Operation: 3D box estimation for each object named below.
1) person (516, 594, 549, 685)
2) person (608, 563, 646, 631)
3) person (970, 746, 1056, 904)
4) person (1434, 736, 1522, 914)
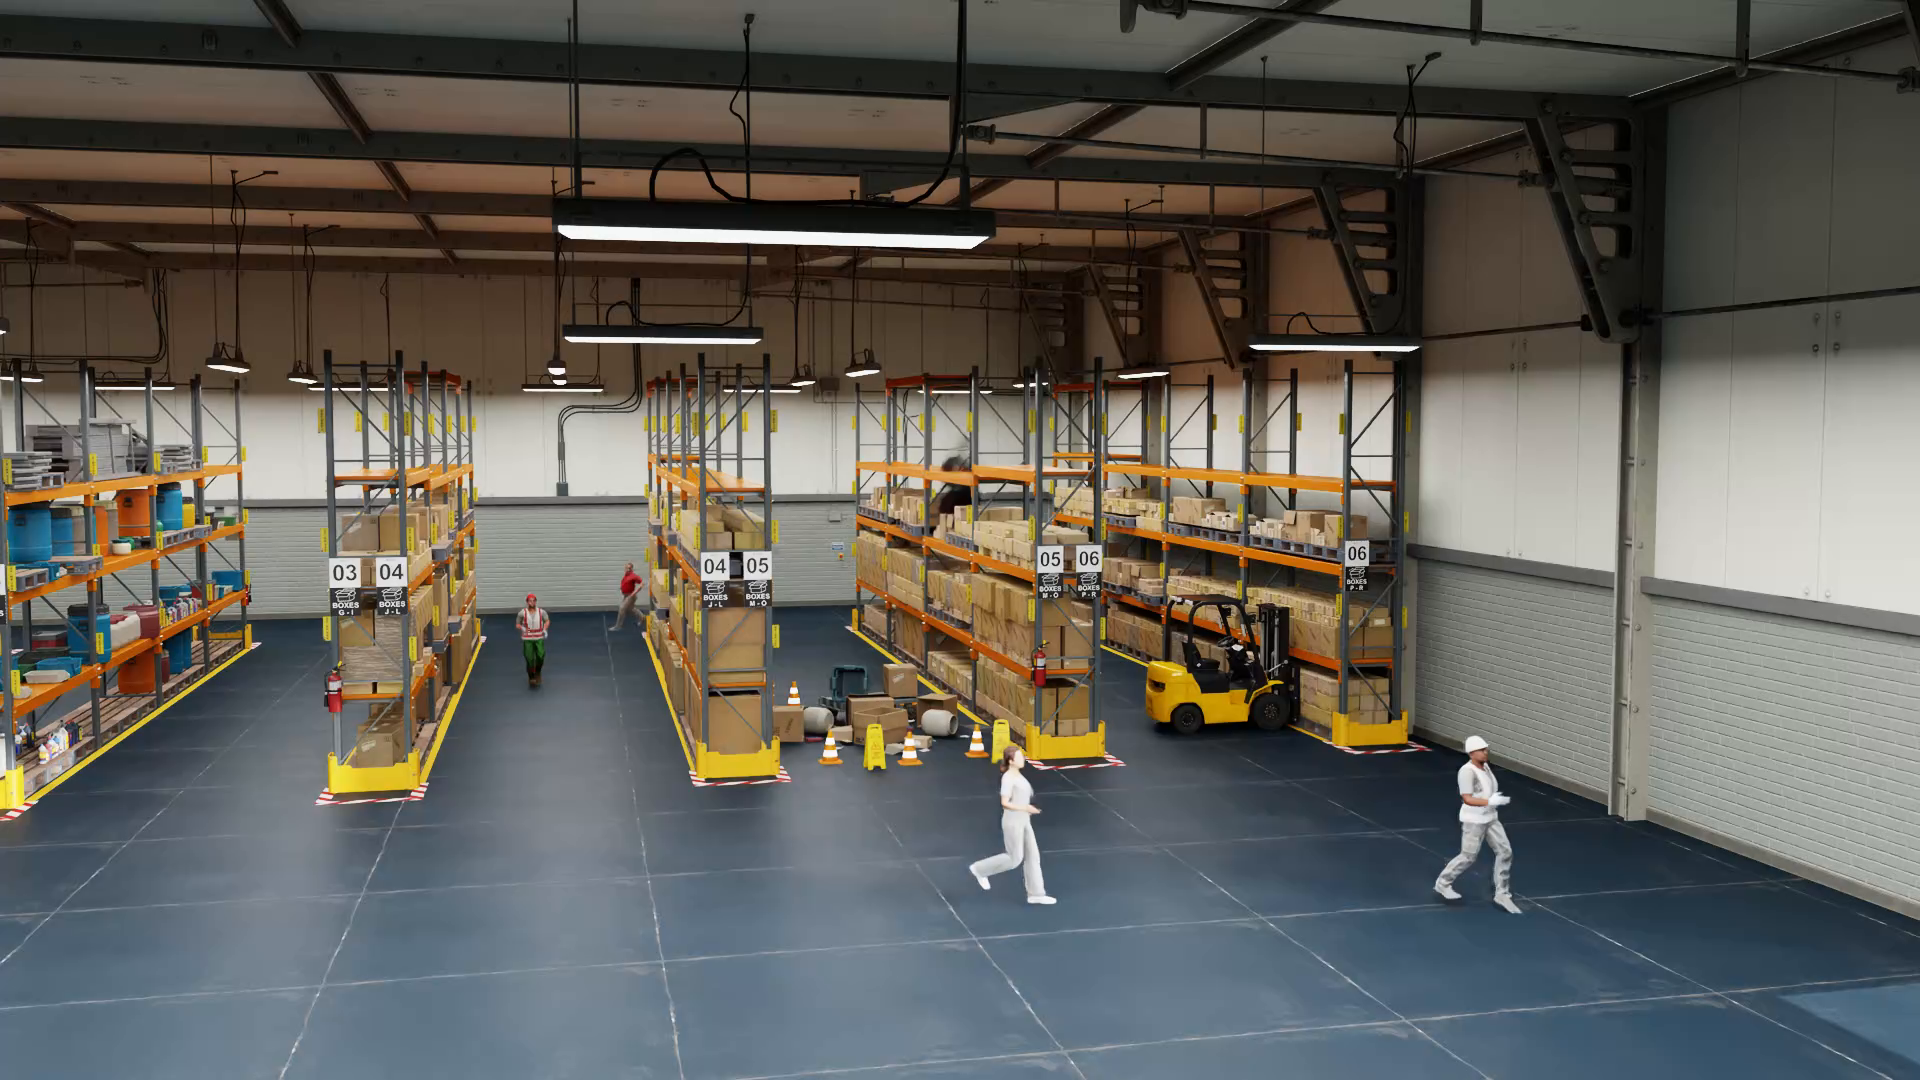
[{"bbox_3d":[-8.136,1.905,31.739,0.640,1.750,0.604,-1,4,-19],"label":"person"},{"bbox_3d":[-7.963,1.369,40.253,1.002,1.671,0.746,-2,5,-31],"label":"person"},{"bbox_3d":[0.568,2.958,17.336,0.924,1.645,0.570,1,4,19],"label":"person"},{"bbox_3d":[5.378,2.927,17.208,0.871,1.815,0.690,4,5,43],"label":"person"}]
